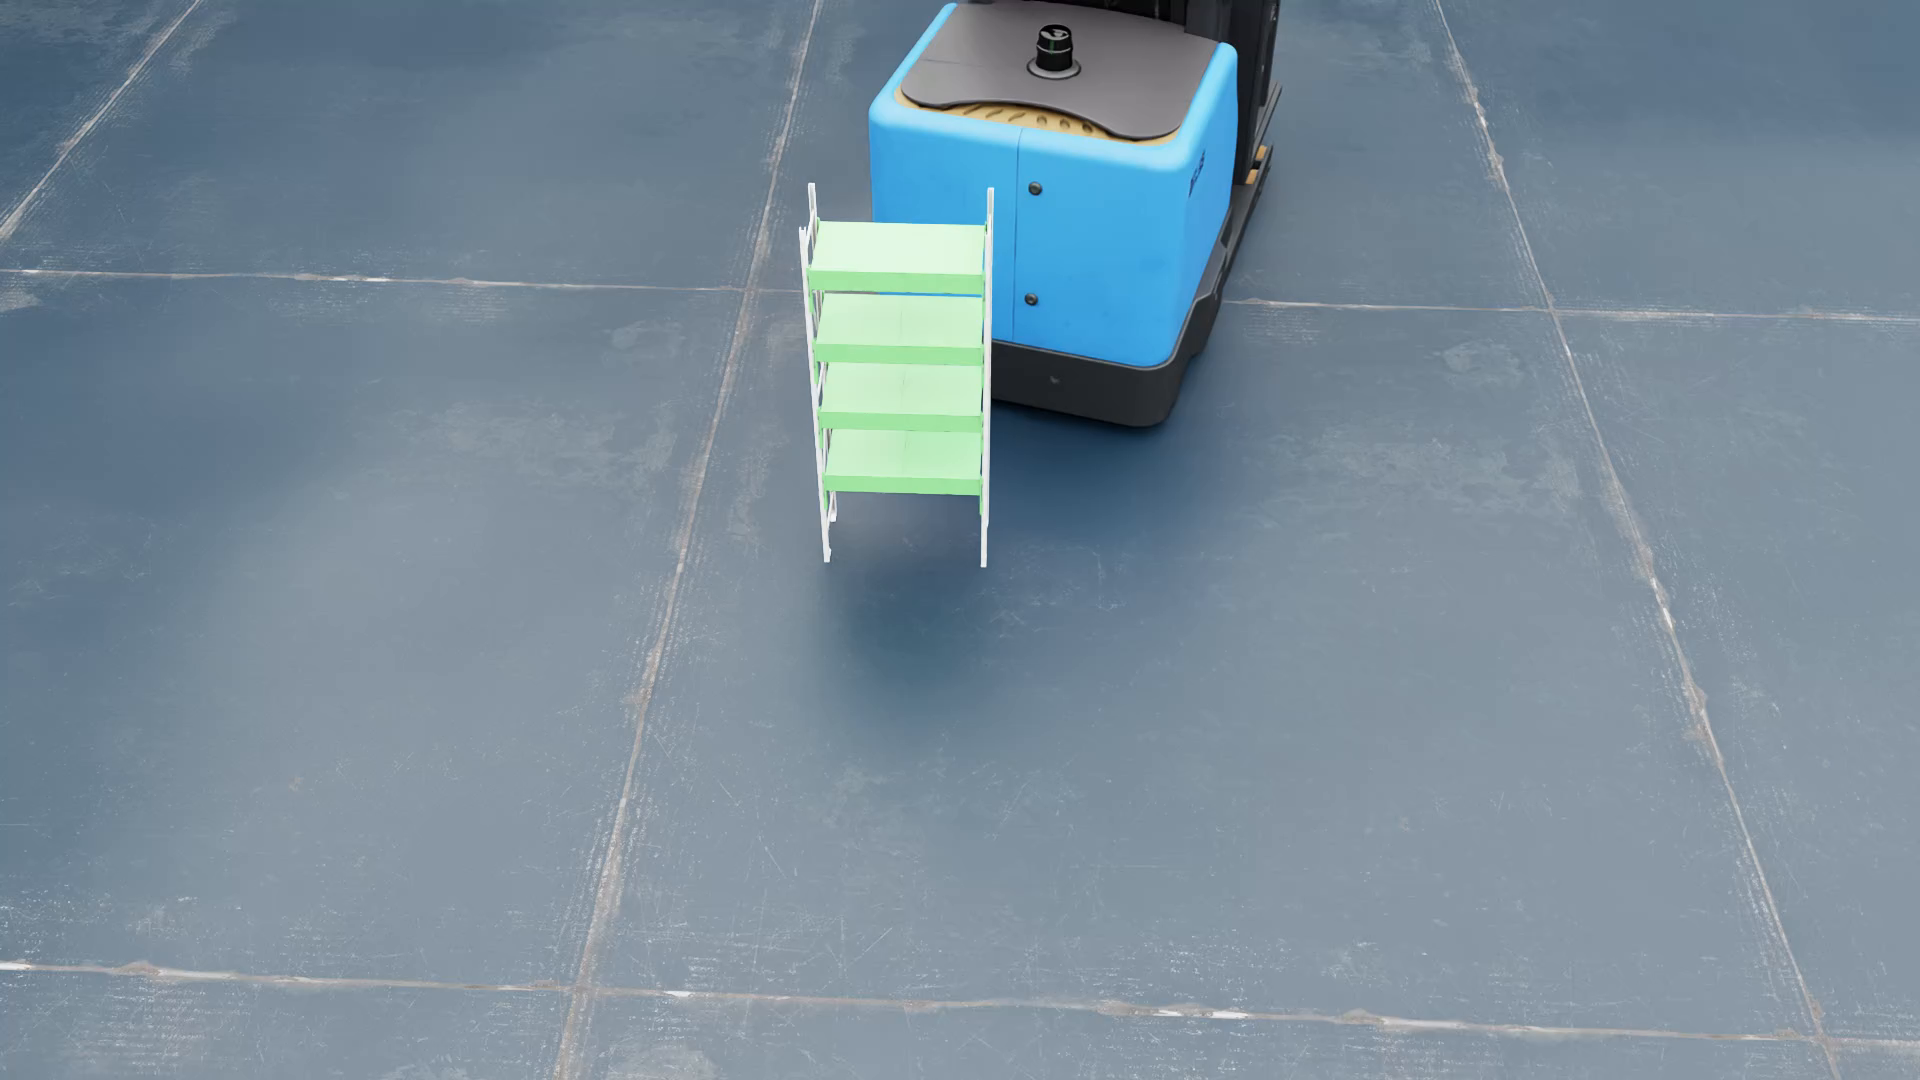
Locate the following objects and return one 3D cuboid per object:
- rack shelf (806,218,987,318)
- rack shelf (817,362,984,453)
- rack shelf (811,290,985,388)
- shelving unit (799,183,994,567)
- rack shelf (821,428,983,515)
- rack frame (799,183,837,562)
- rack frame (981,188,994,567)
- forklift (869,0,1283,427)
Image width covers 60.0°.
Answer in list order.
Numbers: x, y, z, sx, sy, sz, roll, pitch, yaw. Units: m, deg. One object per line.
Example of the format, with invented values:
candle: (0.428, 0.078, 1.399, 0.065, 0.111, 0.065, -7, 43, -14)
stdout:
rack shelf: (-0.165, -0.749, 4.563, 0.480, 0.148, 0.258, 2, 43, 2)
rack shelf: (-0.165, -0.397, 4.890, 0.480, 0.148, 0.258, 2, 43, 2)
rack shelf: (-0.165, -0.573, 4.726, 0.480, 0.148, 0.258, 2, 43, 2)
shelving unit: (-0.165, -0.444, 4.846, 0.503, 1.200, 0.258, 2, 43, 2)
rack shelf: (-0.165, -0.222, 5.054, 0.480, 0.148, 0.258, 2, 43, 2)
rack frame: (-0.409, -0.452, 4.855, 0.015, 1.200, 0.240, 2, 43, 2)
rack frame: (0.078, -0.437, 4.838, 0.015, 1.200, 0.240, 2, 43, 2)
forklift: (0.641, -2.469, 5.750, 1.130, 2.935, 3.031, 13, 44, 13)
